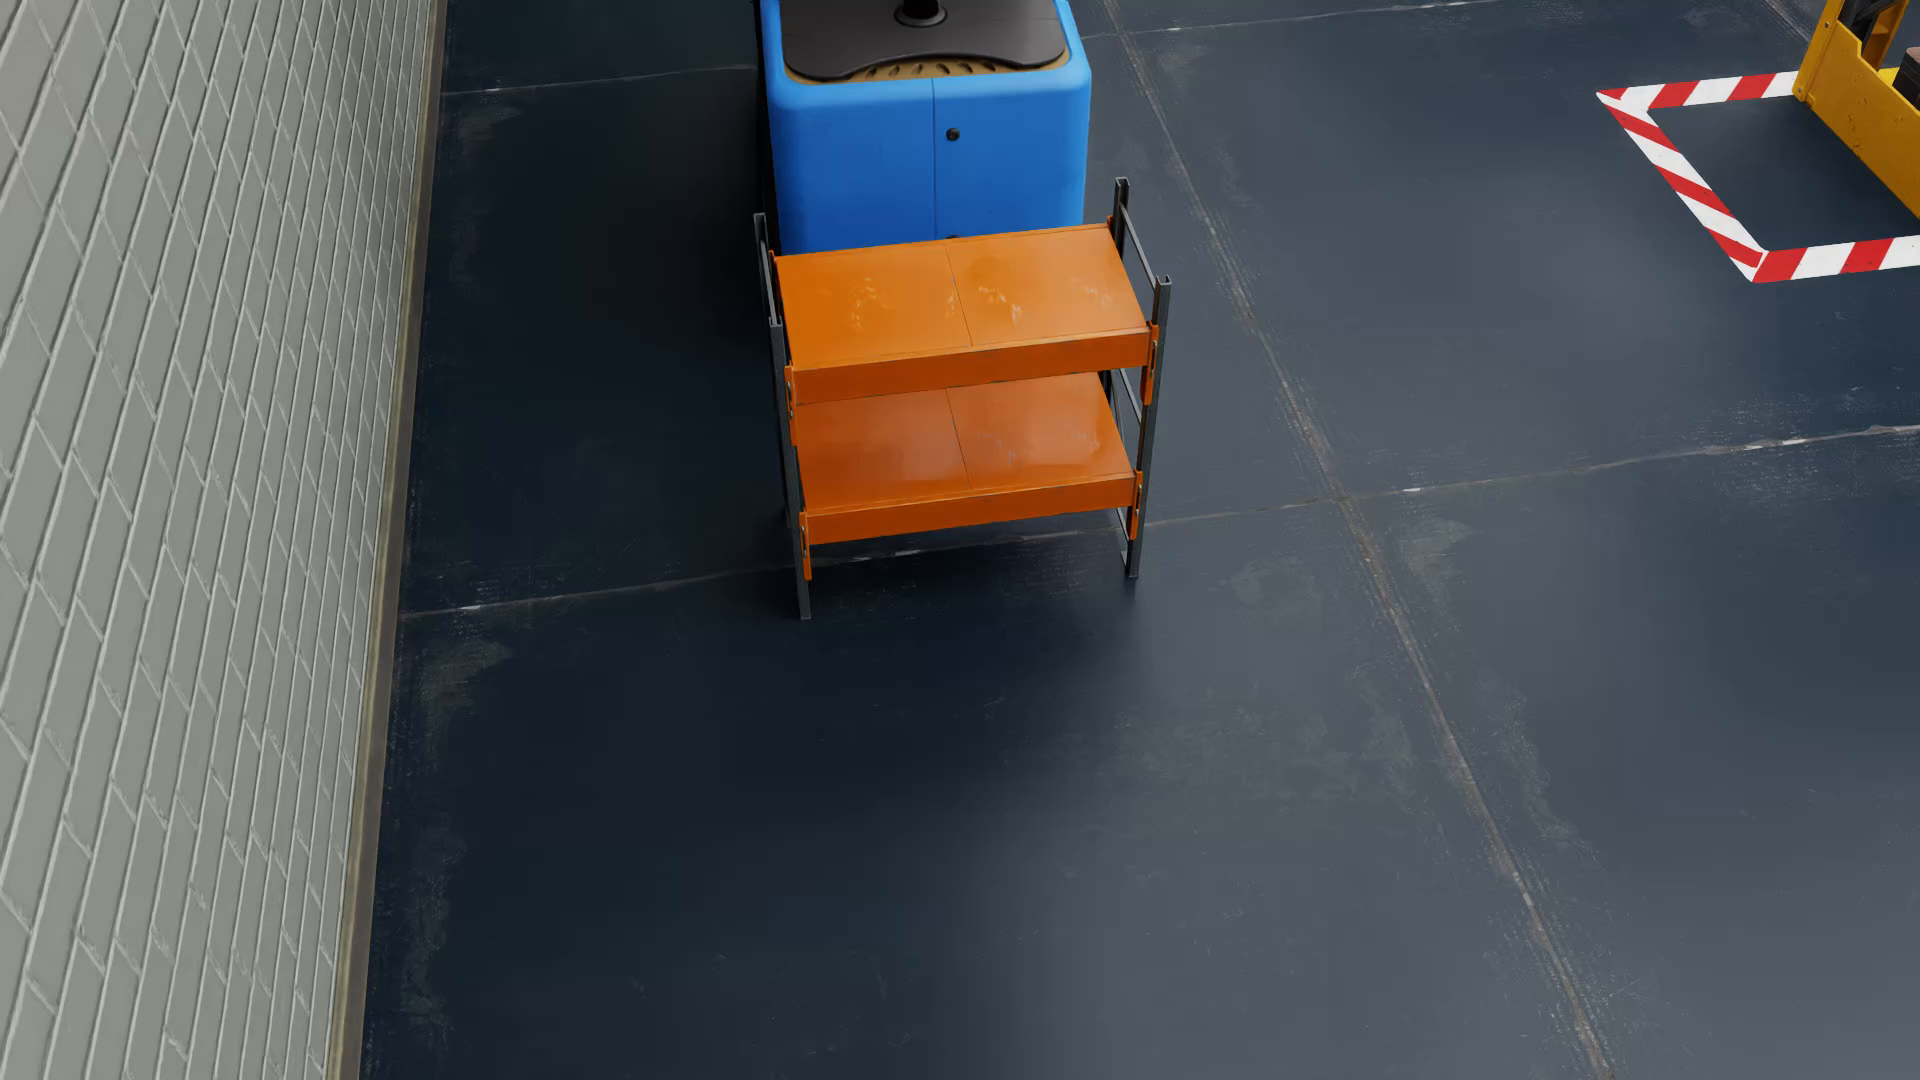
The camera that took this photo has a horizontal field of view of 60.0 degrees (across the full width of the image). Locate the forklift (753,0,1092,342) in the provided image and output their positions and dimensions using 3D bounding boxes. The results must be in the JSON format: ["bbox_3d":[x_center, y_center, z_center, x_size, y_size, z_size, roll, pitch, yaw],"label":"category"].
[{"bbox_3d":[-0.261,-2.733,5.848,1.130,2.935,3.031,-5,46,-5],"label":"forklift"}]

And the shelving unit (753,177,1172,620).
[{"bbox_3d":[-0.007,-0.389,4.844,1.048,1.125,0.538,-7,46,-7],"label":"shelving unit"}]

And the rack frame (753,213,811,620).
[{"bbox_3d":[-0.508,-0.327,4.784,0.032,1.125,0.500,-7,46,-7],"label":"rack frame"}]

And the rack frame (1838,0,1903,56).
[{"bbox_3d":[3.730,-2.581,5.654,0.127,3.000,1.000,-7,46,-7],"label":"rack frame"}]

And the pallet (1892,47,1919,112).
[{"bbox_3d":[4.611,-1.697,6.739,1.213,0.211,1.003,-7,46,-7],"label":"pallet"}]

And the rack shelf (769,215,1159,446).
[{"bbox_3d":[-0.007,-0.593,4.633,1.000,0.278,0.538,-7,46,-7],"label":"rack shelf"}]

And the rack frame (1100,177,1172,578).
[{"bbox_3d":[0.494,-0.452,4.904,0.032,1.125,0.500,-7,46,-7],"label":"rack frame"}]

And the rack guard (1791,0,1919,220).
[{"bbox_3d":[3.805,-1.723,6.563,0.348,0.500,1.175,-7,46,-7],"label":"rack guard"}]

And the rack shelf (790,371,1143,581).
[{"bbox_3d":[-0.007,-0.220,5.020,1.000,0.278,0.538,-7,46,-7],"label":"rack shelf"}]
